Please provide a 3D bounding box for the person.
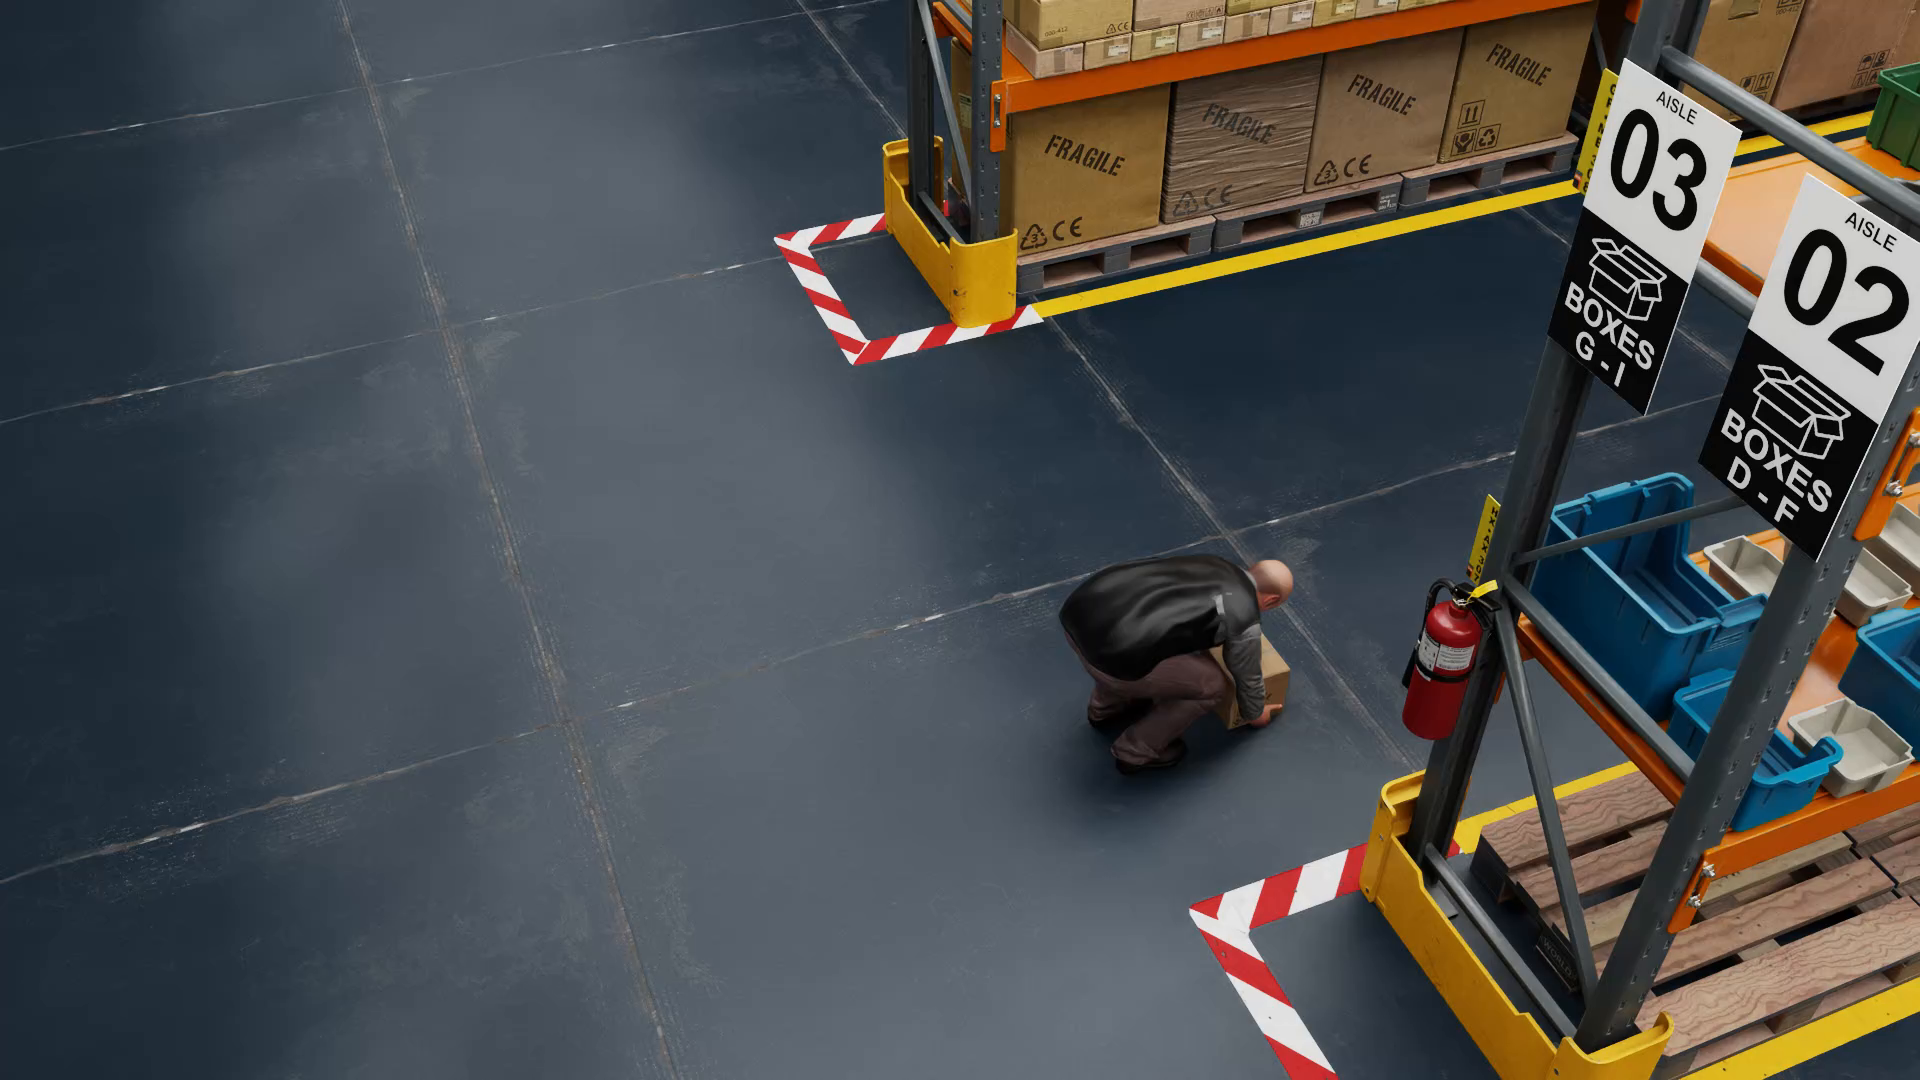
[{"bbox_3d":[0.840,0.412,6.369,0.952,0.884,0.519,-17,44,-18],"label":"person"}]
